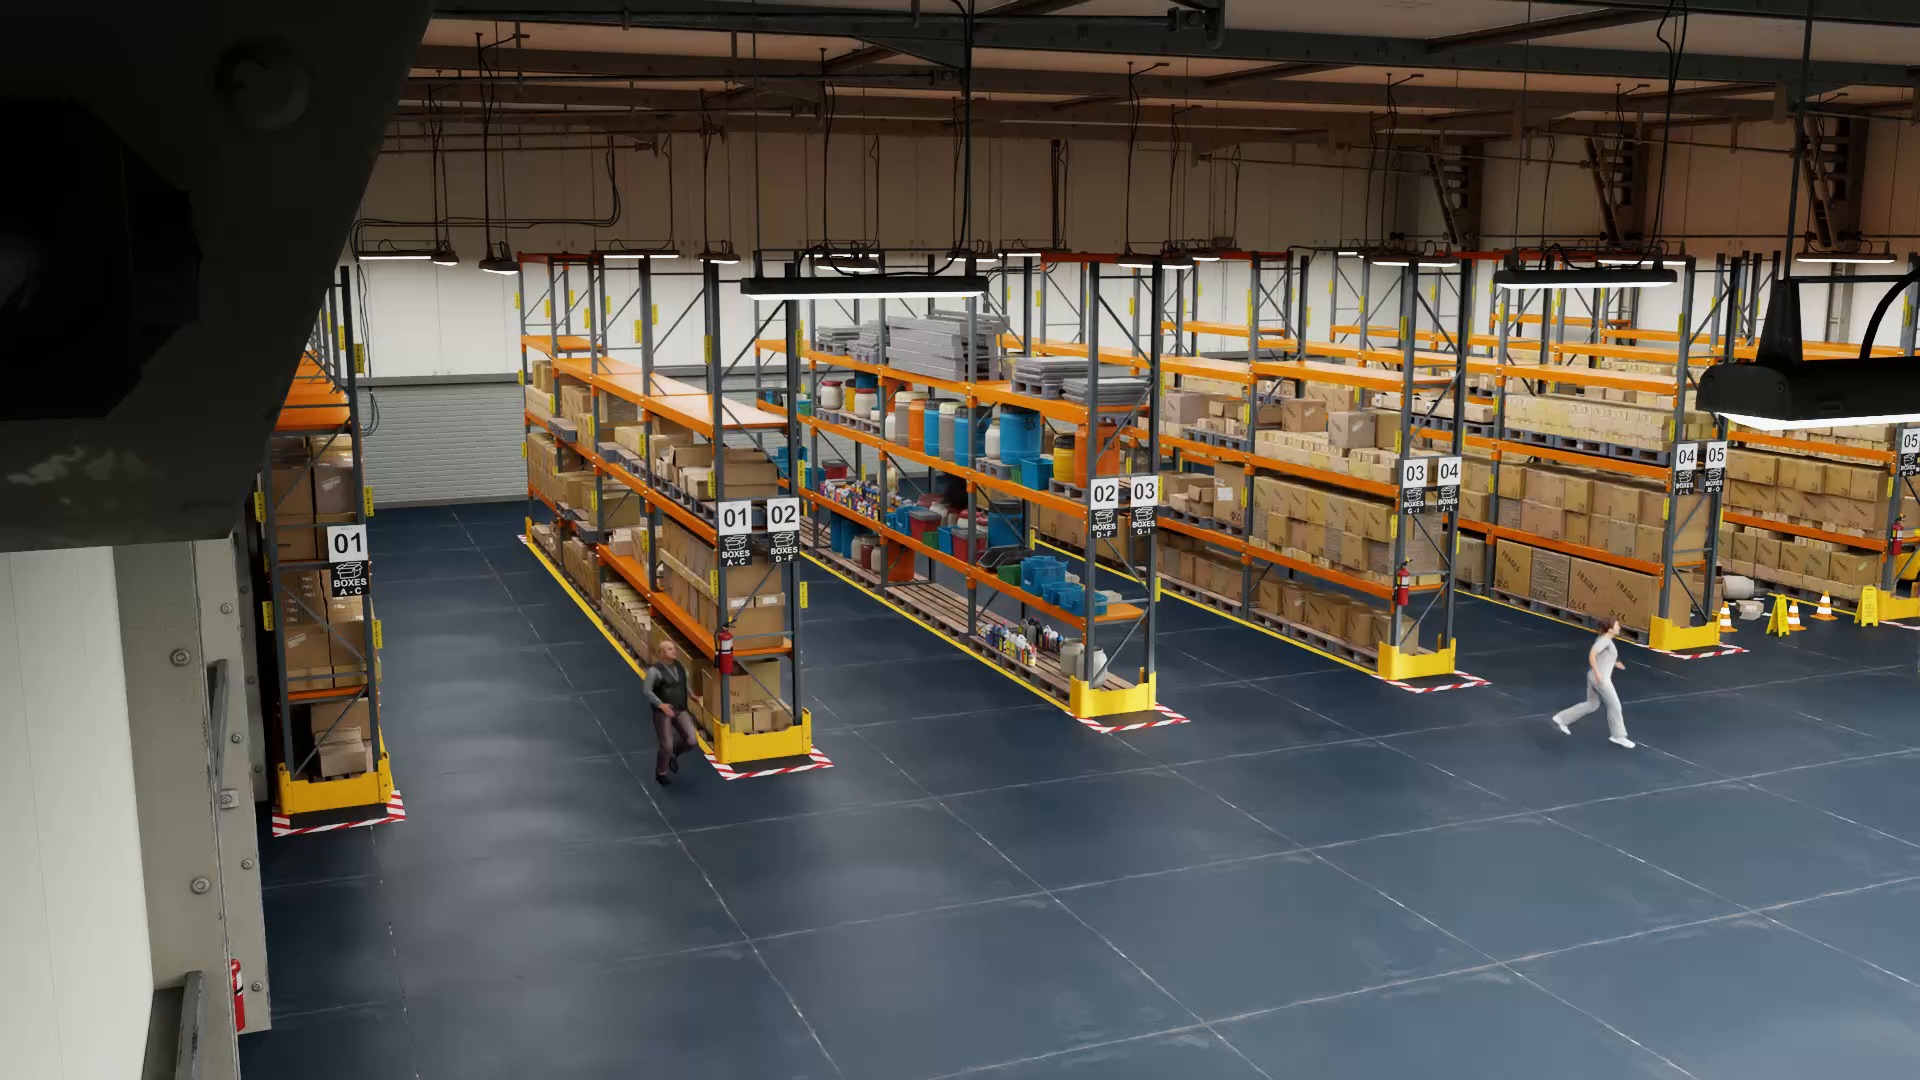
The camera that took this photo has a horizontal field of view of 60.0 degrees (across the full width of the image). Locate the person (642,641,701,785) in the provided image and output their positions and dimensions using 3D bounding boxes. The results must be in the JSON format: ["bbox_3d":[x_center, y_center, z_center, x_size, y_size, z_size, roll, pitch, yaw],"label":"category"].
[{"bbox_3d":[-3.354,2.012,19.456,0.707,1.660,0.532,-10,14,-44],"label":"person"}]

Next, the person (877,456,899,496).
[{"bbox_3d":[-1.510,-0.983,35.785,0.578,1.651,0.663,-5,11,-25],"label":"person"}]

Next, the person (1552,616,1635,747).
[{"bbox_3d":[7.974,1.762,20.801,1.008,1.664,0.587,3,11,14],"label":"person"}]
